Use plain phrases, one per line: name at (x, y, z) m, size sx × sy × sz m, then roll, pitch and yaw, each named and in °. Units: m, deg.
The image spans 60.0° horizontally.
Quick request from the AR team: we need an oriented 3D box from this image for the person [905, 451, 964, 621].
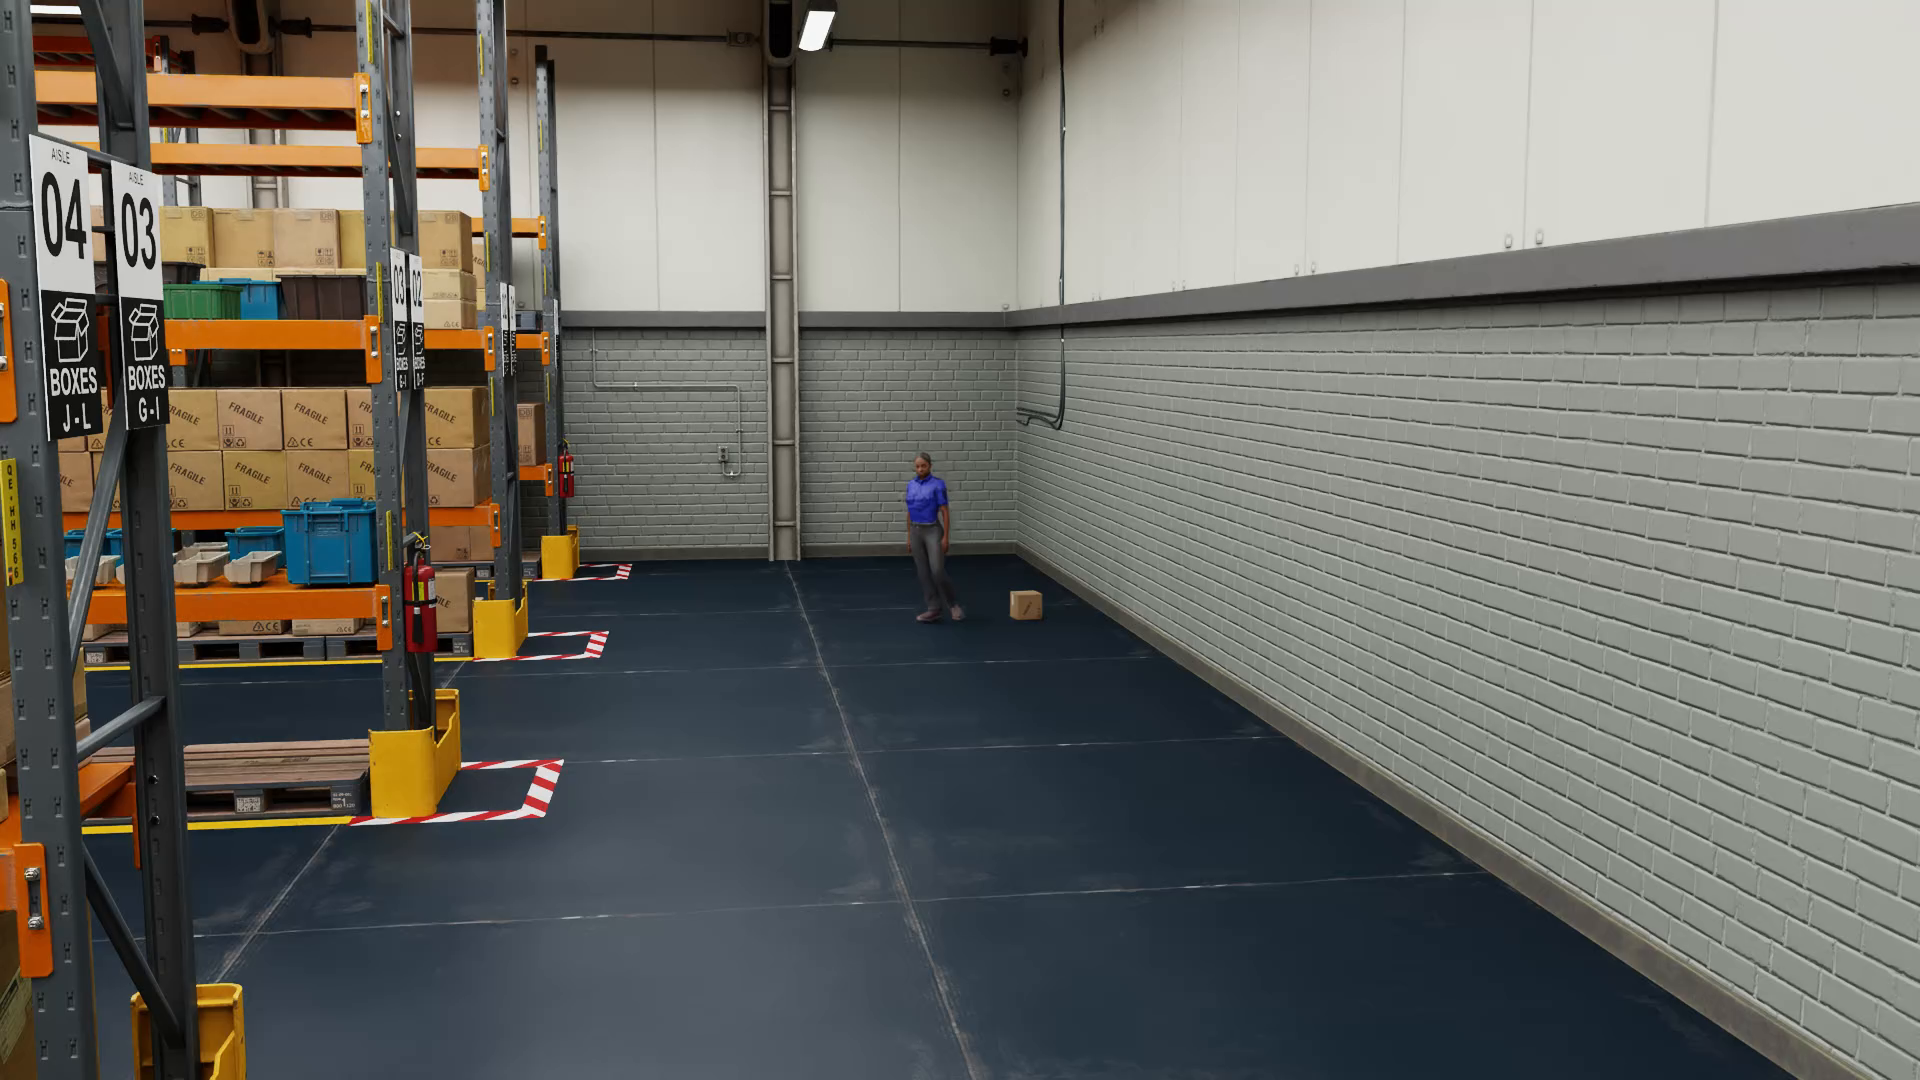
person at (-0.250, -0.032, 15.997) m, size 0.584 × 1.647 × 0.439 m, roll 4°, pitch 8°, yaw 34°
